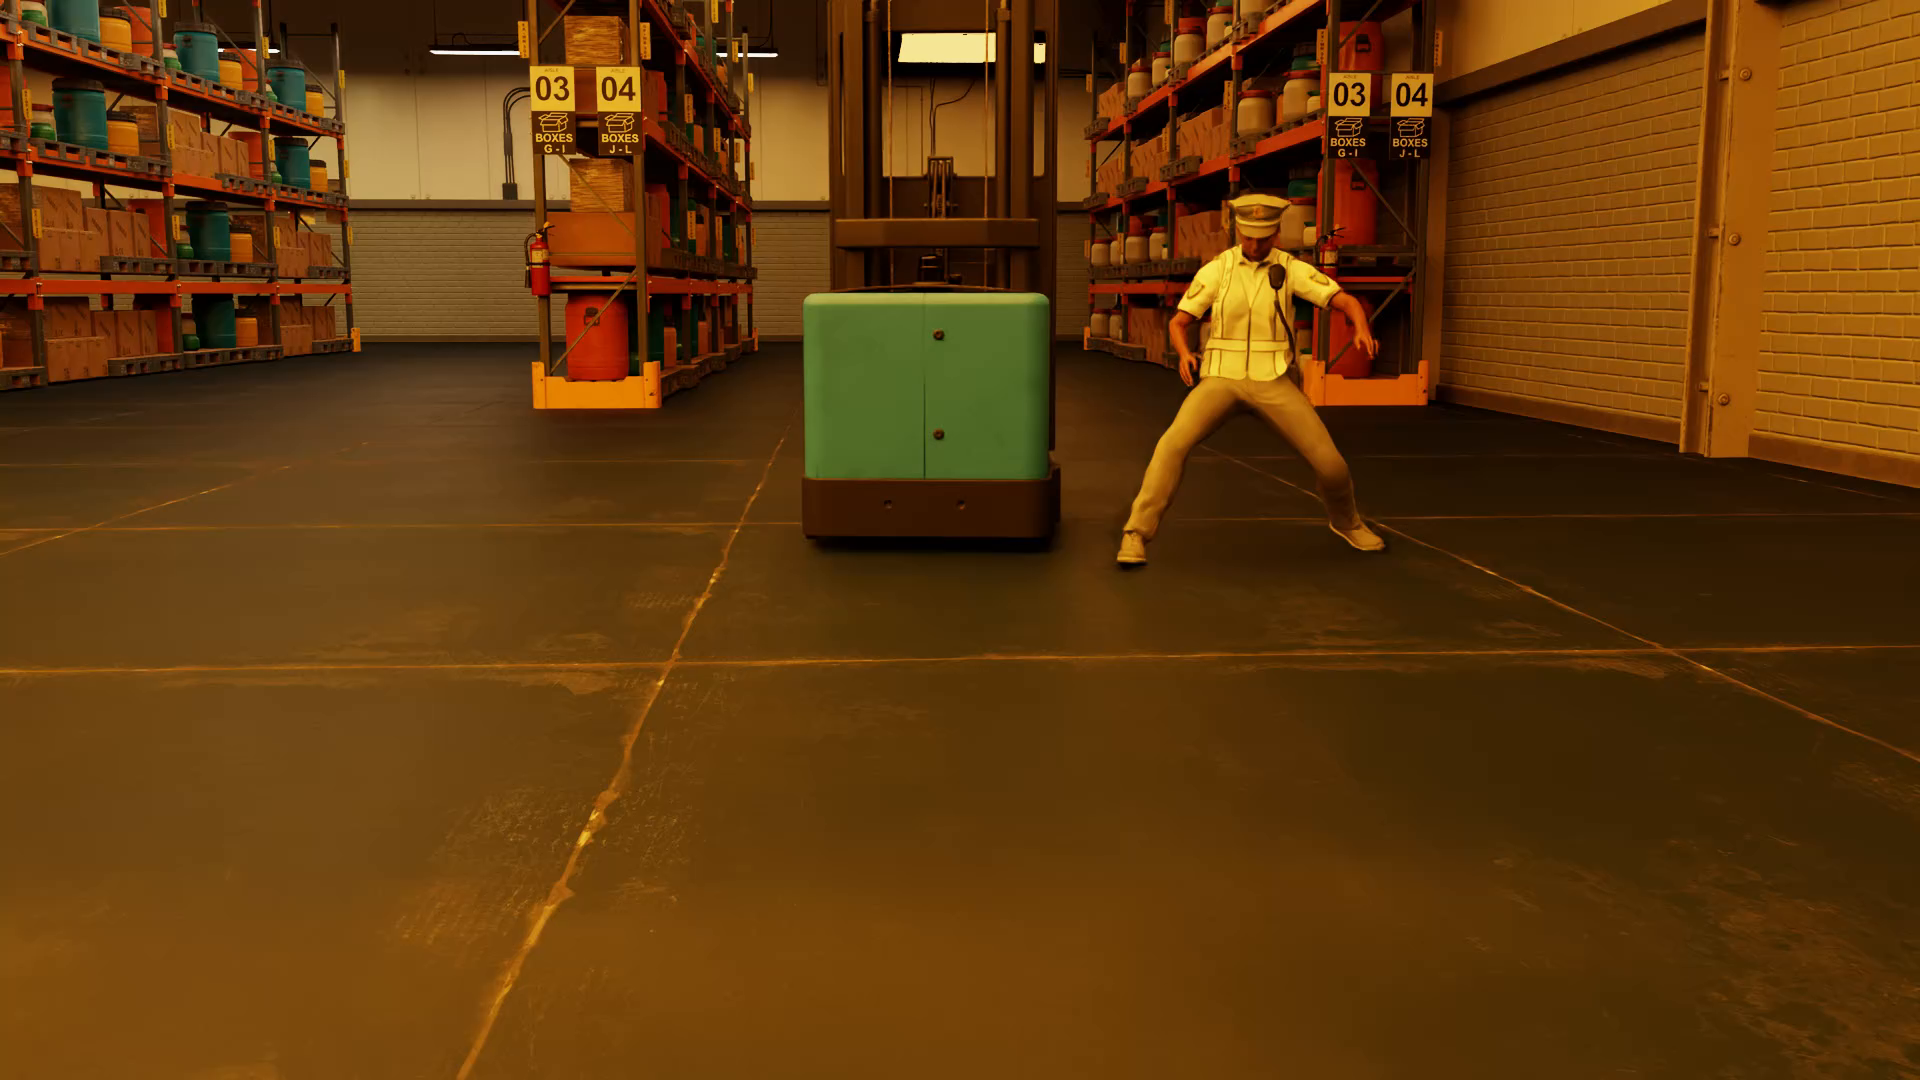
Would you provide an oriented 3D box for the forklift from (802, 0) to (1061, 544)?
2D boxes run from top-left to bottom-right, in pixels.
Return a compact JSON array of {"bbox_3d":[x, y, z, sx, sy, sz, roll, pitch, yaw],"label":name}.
[{"bbox_3d":[-0.065,-1.613,8.194,1.130,2.935,3.031,0,8,3],"label":"forklift"}]

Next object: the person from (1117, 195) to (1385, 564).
[{"bbox_3d":[1.217,-0.648,6.744,1.078,1.484,0.955,1,9,10],"label":"person"}]
